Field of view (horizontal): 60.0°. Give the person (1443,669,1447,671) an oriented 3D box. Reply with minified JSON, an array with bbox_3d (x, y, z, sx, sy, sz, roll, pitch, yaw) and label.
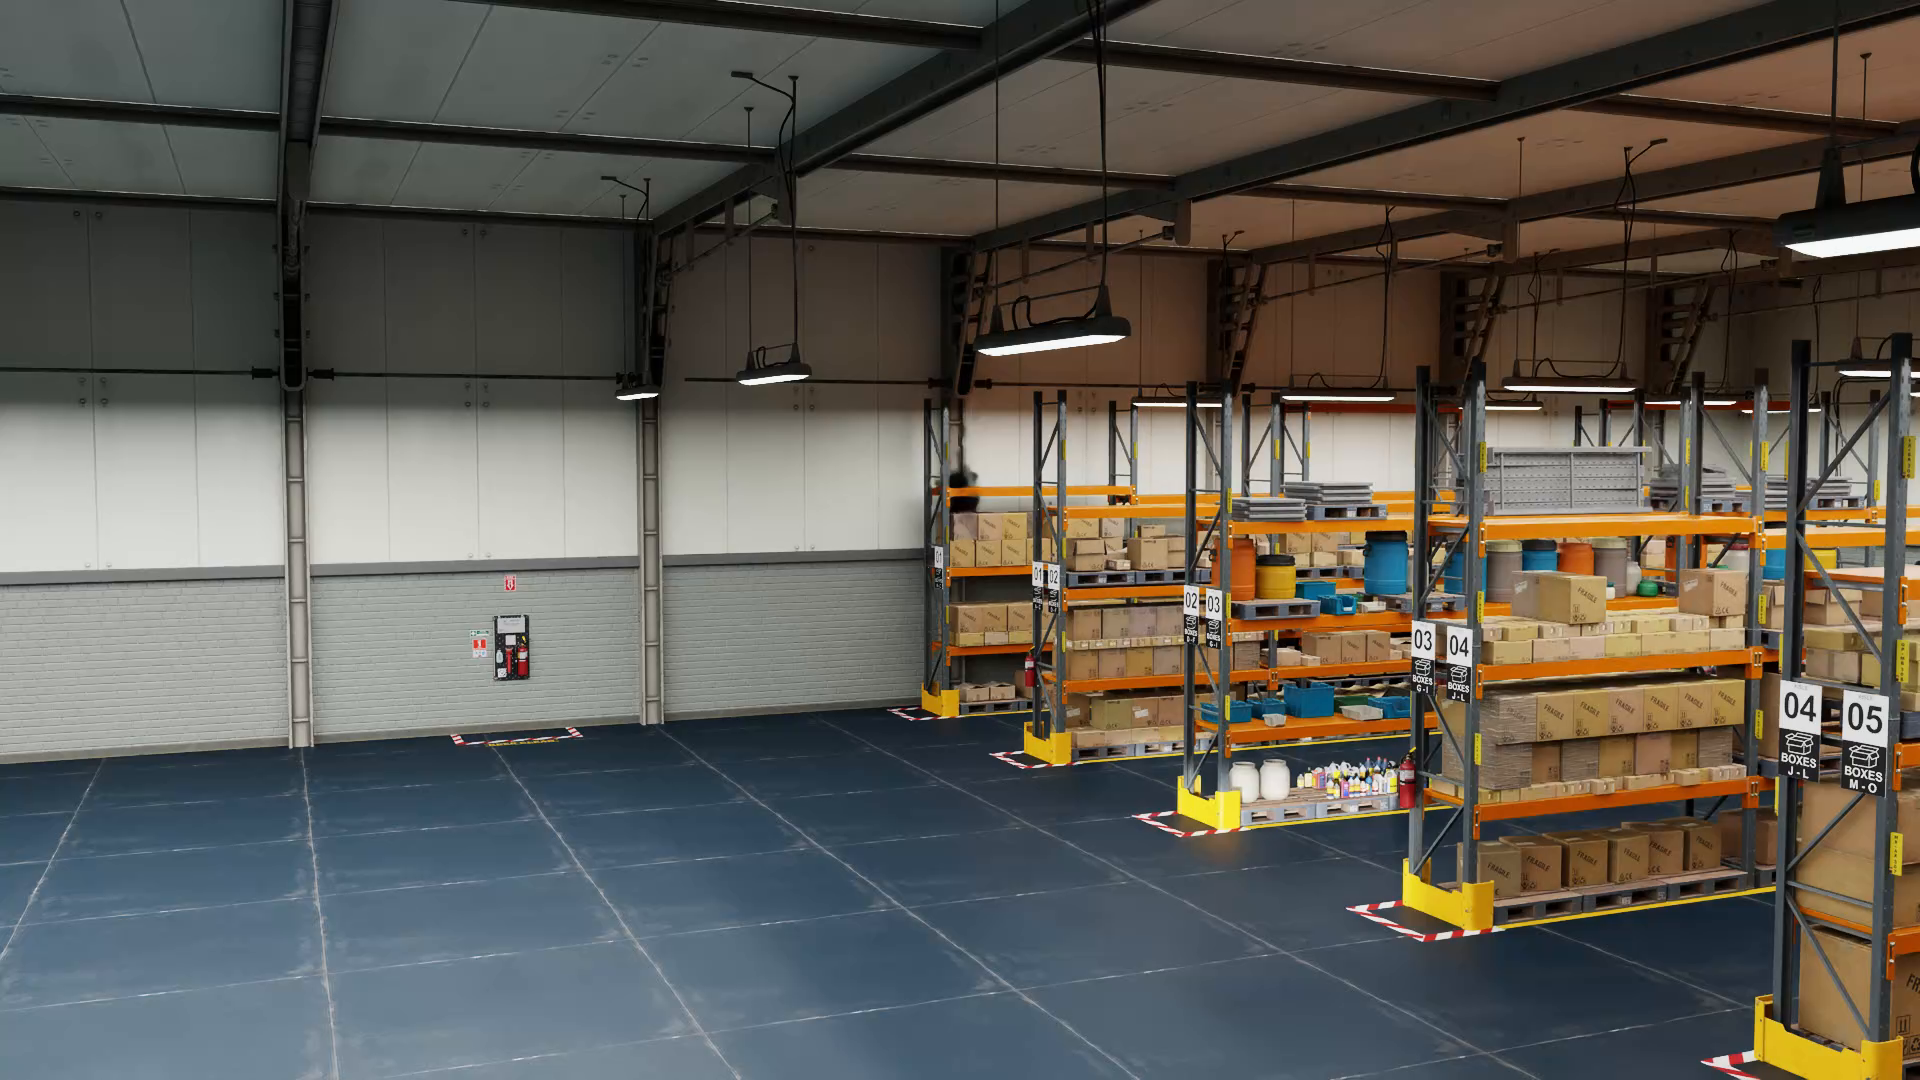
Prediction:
[{"bbox_3d":[9.896,2.393,33.208,0.867,1.667,0.567,-2,4,-27],"label":"person"}]
